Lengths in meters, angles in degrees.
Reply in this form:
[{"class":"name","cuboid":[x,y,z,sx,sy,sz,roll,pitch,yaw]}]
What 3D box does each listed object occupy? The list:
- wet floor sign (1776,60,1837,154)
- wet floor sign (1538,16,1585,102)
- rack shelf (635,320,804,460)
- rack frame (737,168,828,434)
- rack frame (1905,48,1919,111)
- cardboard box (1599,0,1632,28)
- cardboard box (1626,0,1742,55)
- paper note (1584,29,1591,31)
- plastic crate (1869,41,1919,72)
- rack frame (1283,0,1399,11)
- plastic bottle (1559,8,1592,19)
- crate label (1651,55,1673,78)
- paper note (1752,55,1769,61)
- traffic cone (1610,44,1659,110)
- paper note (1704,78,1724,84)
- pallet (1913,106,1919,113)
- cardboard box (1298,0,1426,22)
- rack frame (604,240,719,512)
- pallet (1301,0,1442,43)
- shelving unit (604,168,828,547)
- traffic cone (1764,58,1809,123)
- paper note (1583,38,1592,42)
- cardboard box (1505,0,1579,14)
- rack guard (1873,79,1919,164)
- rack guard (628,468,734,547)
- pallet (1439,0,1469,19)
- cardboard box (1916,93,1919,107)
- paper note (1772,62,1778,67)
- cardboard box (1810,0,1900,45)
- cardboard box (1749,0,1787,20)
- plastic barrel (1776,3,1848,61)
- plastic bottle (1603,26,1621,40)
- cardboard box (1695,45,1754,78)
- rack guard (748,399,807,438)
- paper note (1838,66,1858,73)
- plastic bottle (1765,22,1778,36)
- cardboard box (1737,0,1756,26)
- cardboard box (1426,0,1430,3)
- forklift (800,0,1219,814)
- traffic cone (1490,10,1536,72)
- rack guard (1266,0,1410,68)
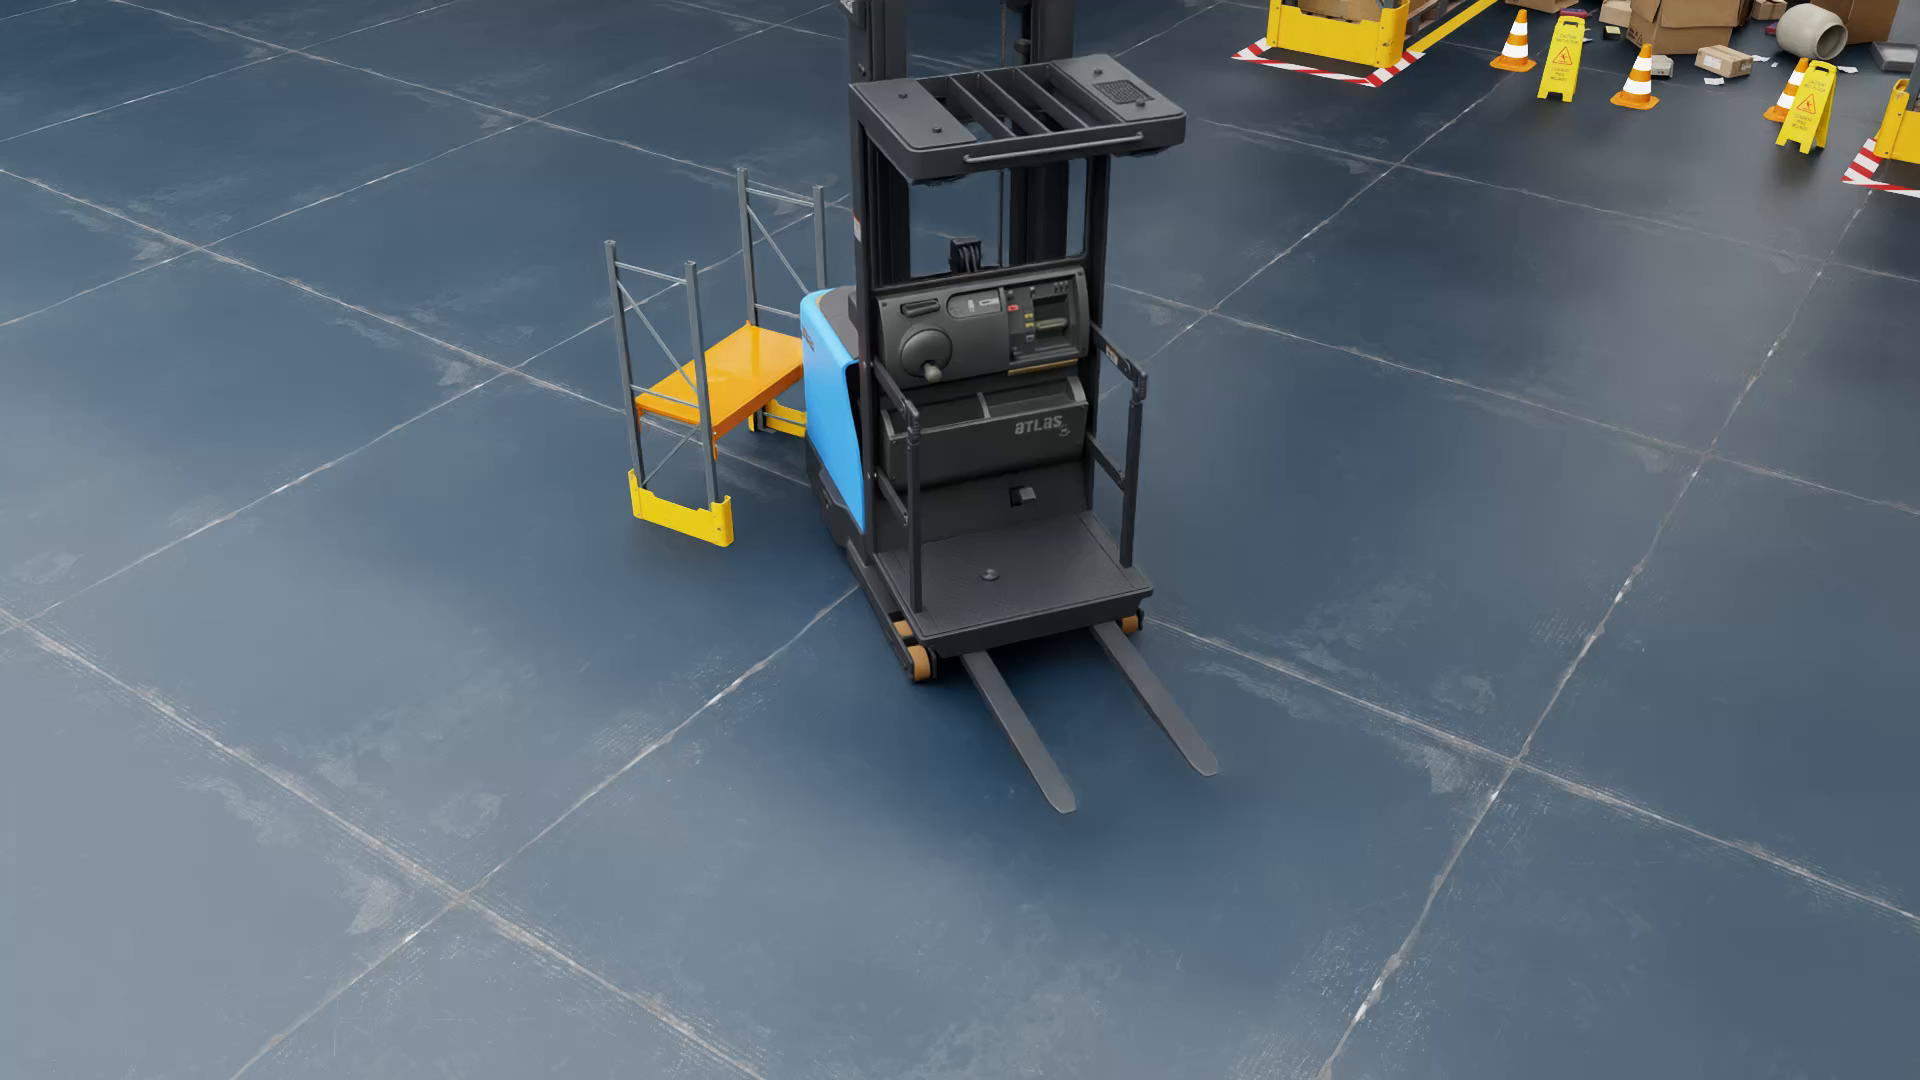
[{"class":"wet floor sign","cuboid":[6.419,-3.280,12.524,0.232,0.644,0.267,-22,40,-29]},{"class":"wet floor sign","cuboid":[4.892,-3.914,13.462,0.267,0.644,0.232,14,37,20]},{"class":"rack shelf","cuboid":[-1.145,-0.773,8.375,0.538,0.185,1.000,18,38,24]},{"class":"rack frame","cuboid":[-0.892,-1.169,8.640,0.500,1.500,0.032,18,38,24]},{"class":"rack frame","cuboid":[7.406,-4.001,11.488,1.000,3.000,0.127,21,39,28]},{"class":"cardboard box","cuboid":[6.096,-4.864,15.206,0.396,0.266,0.258,29,44,36]},{"class":"cardboard box","cuboid":[6.328,-4.584,14.579,0.797,0.503,0.637,-3,34,-4]},{"class":"paper note","cuboid":[5.663,-4.627,15.083,0.123,0.001,0.032,-15,37,-21]},{"class":"plastic crate","cuboid":[8.118,-4.172,14.347,0.402,0.080,0.583,8,35,12]},{"class":"rack frame","cuboid":[3.282,-5.535,13.758,1.000,3.000,0.127,21,39,28]},{"class":"plastic bottle","cuboid":[5.705,-4.876,15.405,0.283,0.061,0.133,8,35,12]},{"class":"crate label","cuboid":[5.883,-4.005,14.049,0.250,0.136,0.298,3,34,4]},{"class":"paper note","cuboid":[6.918,-4.180,14.414,0.142,0.019,0.148,-22,40,-29]},{"class":"traffic cone","cuboid":[5.486,-3.758,13.394,0.336,0.463,0.334,21,39,28]},{"class":"paper note","cuboid":[6.310,-3.842,13.904,0.148,0.019,0.142,8,35,12]},{"class":"pallet","cuboid":[7.942,-3.243,12.857,1.003,0.211,1.213,21,39,28]},{"class":"cardboard box","cuboid":[3.614,-5.162,14.728,0.875,0.875,0.875,21,40,28]},{"class":"rack frame","cuboid":[-1.398,-0.675,7.909,0.500,1.500,0.032,18,38,24]},{"class":"pallet","cuboid":[3.674,-4.773,15.120,1.003,0.211,1.213,21,39,28]},{"class":"shelving unit","cuboid":[-1.141,-0.926,8.281,0.587,1.500,1.083,18,38,24]},{"class":"traffic cone","cuboid":[6.592,-3.560,13.101,0.336,0.463,0.334,21,39,28]},{"class":"paper note","cuboid":[5.547,-4.465,14.827,0.142,0.017,0.144,-22,40,-29]},{"class":"cardboard box","cuboid":[5.521,-5.300,15.638,0.500,0.500,0.500,29,44,36]},{"class":"rack guard","cuboid":[7.450,-3.000,12.240,1.175,0.500,0.348,21,39,28]},{"class":"rack guard","cuboid":[-1.388,-0.167,8.273,0.587,0.250,0.087,18,38,24]},{"class":"pallet","cuboid":[4.370,-5.332,15.947,1.003,0.211,1.213,21,39,28]},{"class":"cardboard box","cuboid":[7.660,-3.505,12.834,0.500,0.250,0.500,21,39,28]},{"class":"paper note","cuboid":[6.995,-4.081,14.276,0.032,0.001,0.123,21,39,28]},{"class":"cardboard box","cuboid":[7.958,-4.749,14.823,0.500,0.500,0.500,-9,35,-13]},{"class":"cardboard box","cuboid":[7.459,-5.020,15.436,0.258,0.266,0.396,-3,34,-4]},{"class":"plastic barrel","cuboid":[7.340,-4.368,14.331,0.421,0.421,0.512,-9,35,-13]},{"class":"plastic bottle","cuboid":[5.857,-4.568,14.950,0.133,0.061,0.283,8,35,12]},{"class":"cardboard box","cuboid":[6.494,-4.068,14.133,0.250,0.149,0.380,-15,37,-21]},{"class":"rack guard","cuboid":[-0.893,-0.651,8.989,0.587,0.250,0.087,18,38,24]},{"class":"paper note","cuboid":[7.563,-4.013,14.156,0.142,0.019,0.148,8,35,12]},{"class":"plastic bottle","cuboid":[7.410,-4.629,15.041,0.133,0.061,0.283,29,44,36]},{"class":"cardboard box","cuboid":[6.854,-5.073,15.181,0.797,0.637,0.503,21,39,28]},{"class":"cardboard box","cuboid":[4.114,-5.568,15.328,0.875,0.875,0.875,21,39,27]},{"class":"forklift","cuboid":[0.184,-0.850,6.891,1.130,2.935,3.031,-12,36,-16]},{"class":"traffic cone","cuboid":[4.751,-4.275,14.159,0.336,0.463,0.334,21,39,28]},{"class":"rack guard","cuboid":[3.268,-4.489,14.441,1.175,0.500,0.348,21,39,28]}]
